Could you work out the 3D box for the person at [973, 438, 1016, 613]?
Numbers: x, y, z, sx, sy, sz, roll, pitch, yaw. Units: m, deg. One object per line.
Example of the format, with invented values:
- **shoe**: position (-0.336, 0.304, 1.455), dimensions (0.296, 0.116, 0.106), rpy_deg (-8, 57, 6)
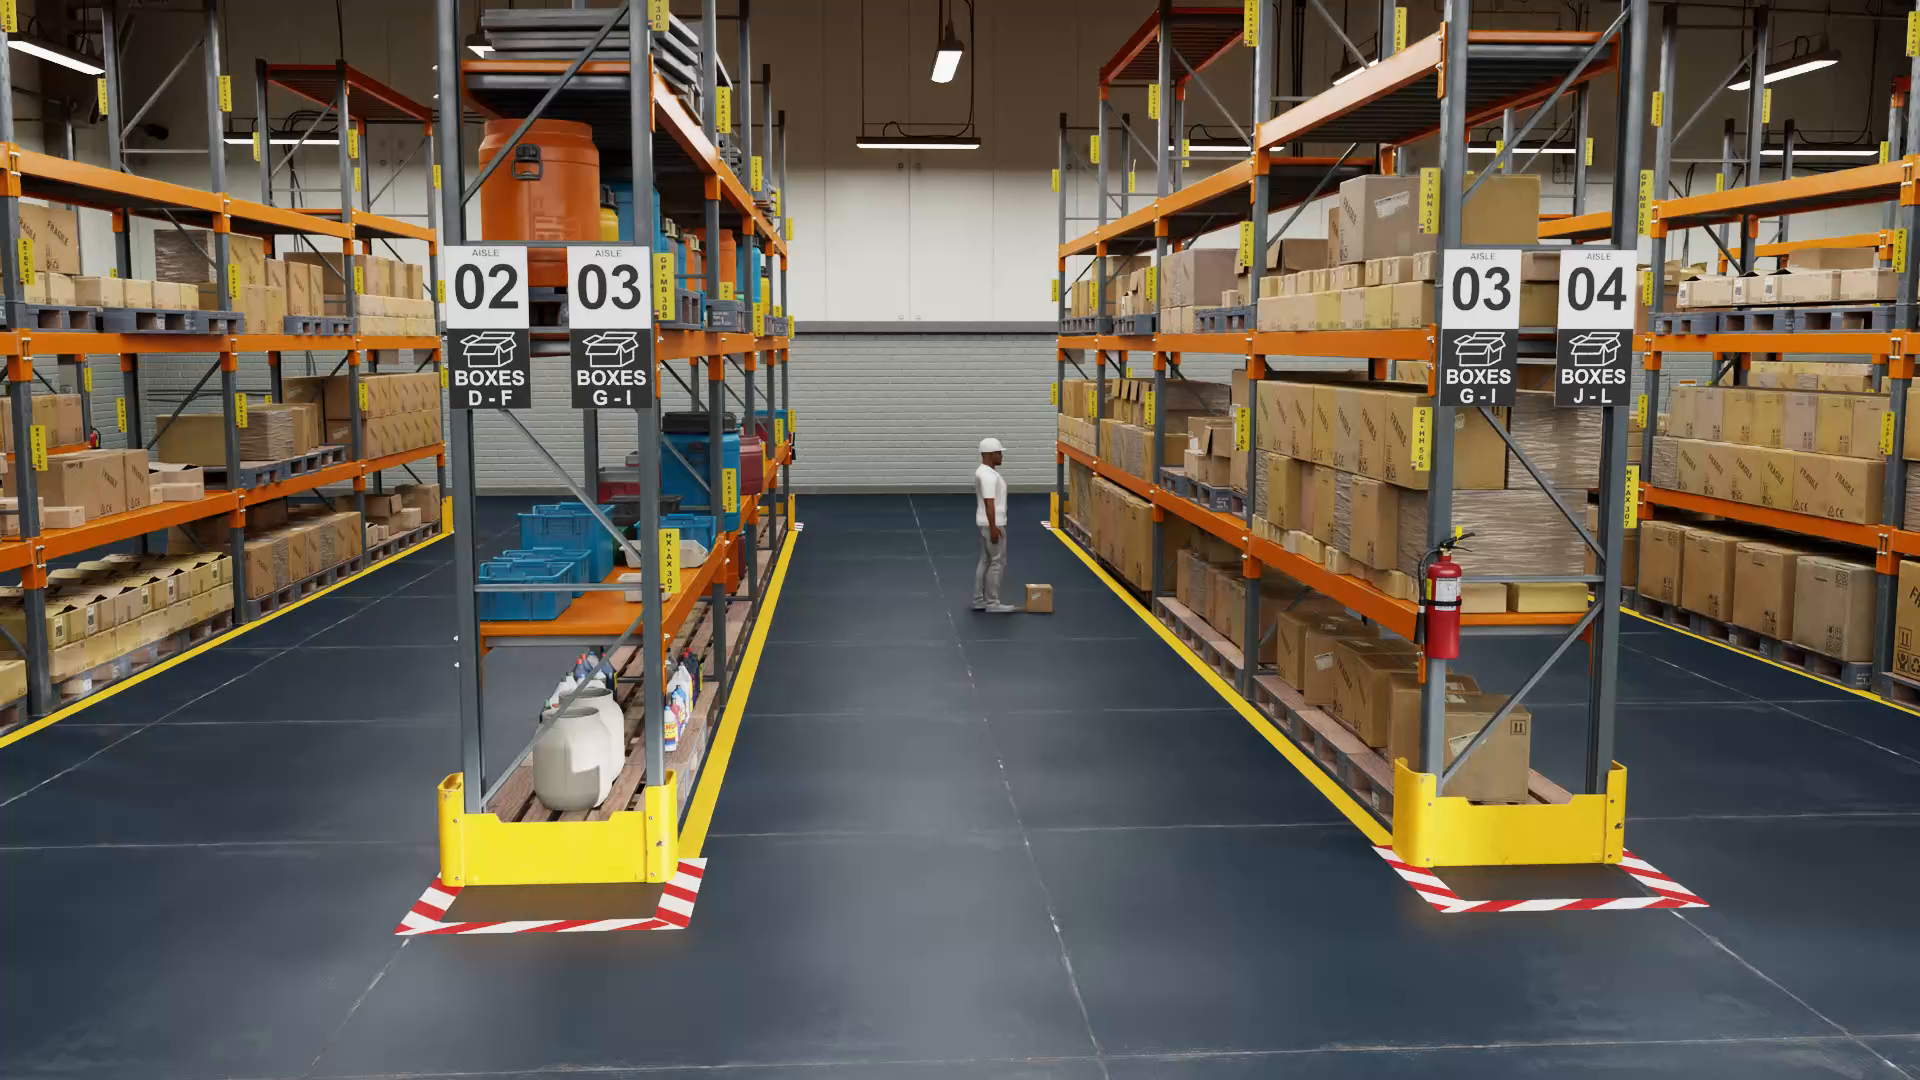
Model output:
- **person**: position (0.345, -0.148, 16.923), dimensions (0.428, 1.770, 0.562), rpy_deg (0, 7, -2)
